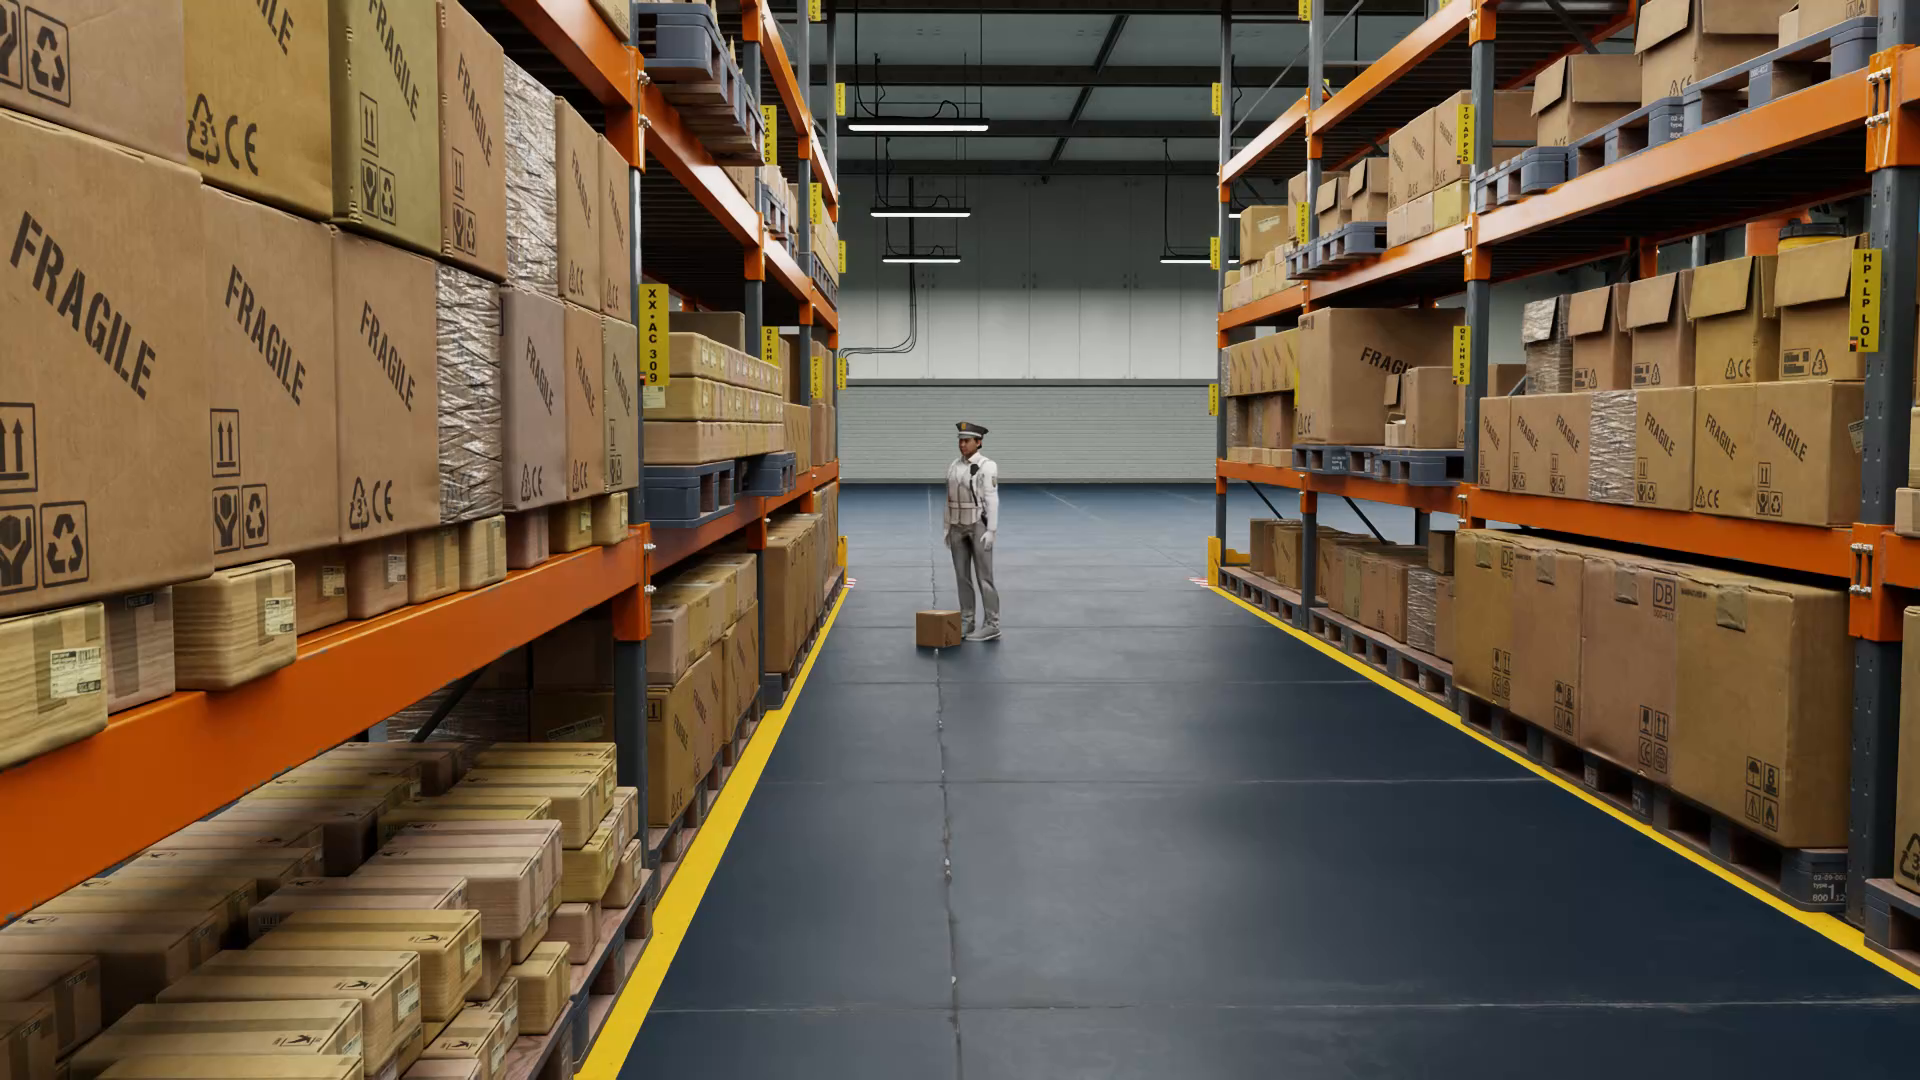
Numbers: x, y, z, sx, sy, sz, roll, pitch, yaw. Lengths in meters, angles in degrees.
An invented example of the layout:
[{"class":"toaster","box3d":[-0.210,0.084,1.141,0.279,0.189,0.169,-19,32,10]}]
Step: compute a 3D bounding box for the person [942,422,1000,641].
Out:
[{"class":"person","box3d":[0.070,-0.075,12.949,0.528,1.690,0.343,3,5,37]}]
